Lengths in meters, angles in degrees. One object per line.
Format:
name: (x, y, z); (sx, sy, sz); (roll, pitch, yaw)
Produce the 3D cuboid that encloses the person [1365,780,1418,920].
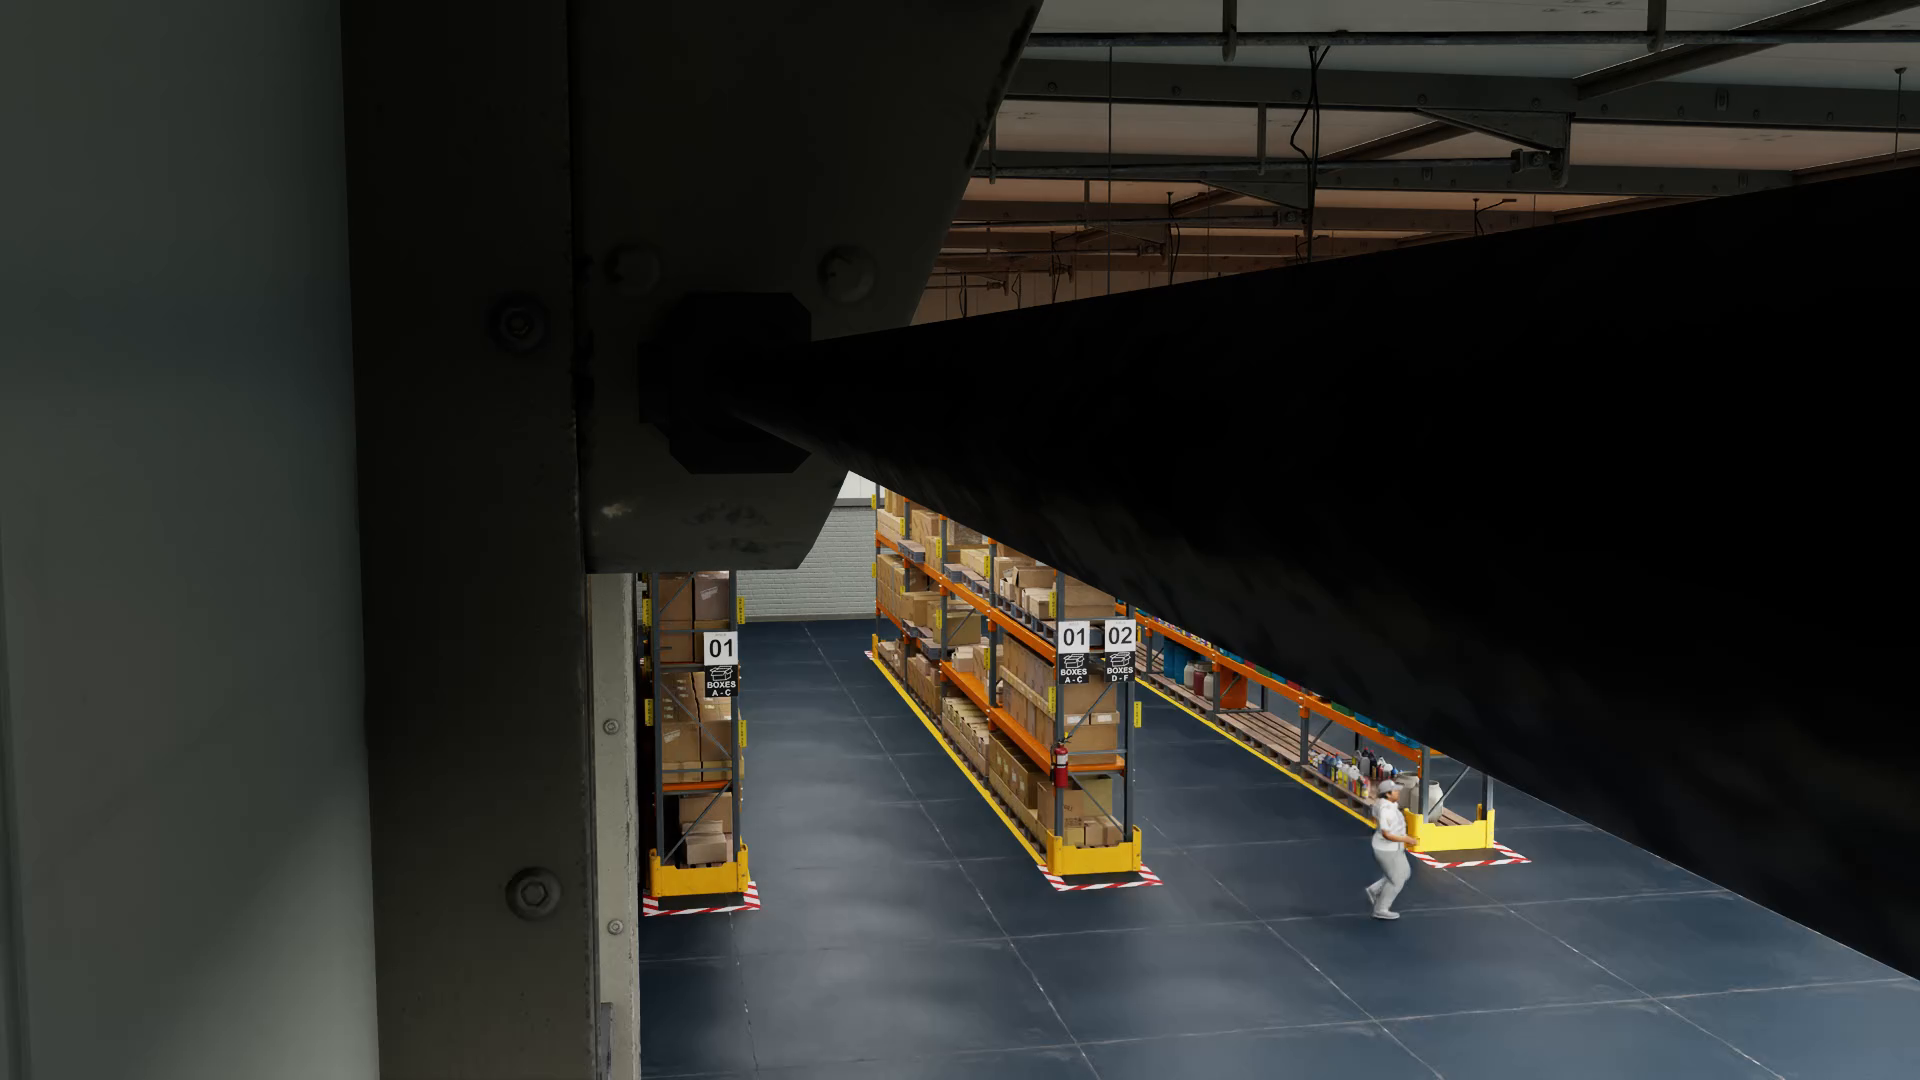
person: (4.977, 3.559, 19.159); (0.561, 1.620, 0.599); (1, 6, 11)
